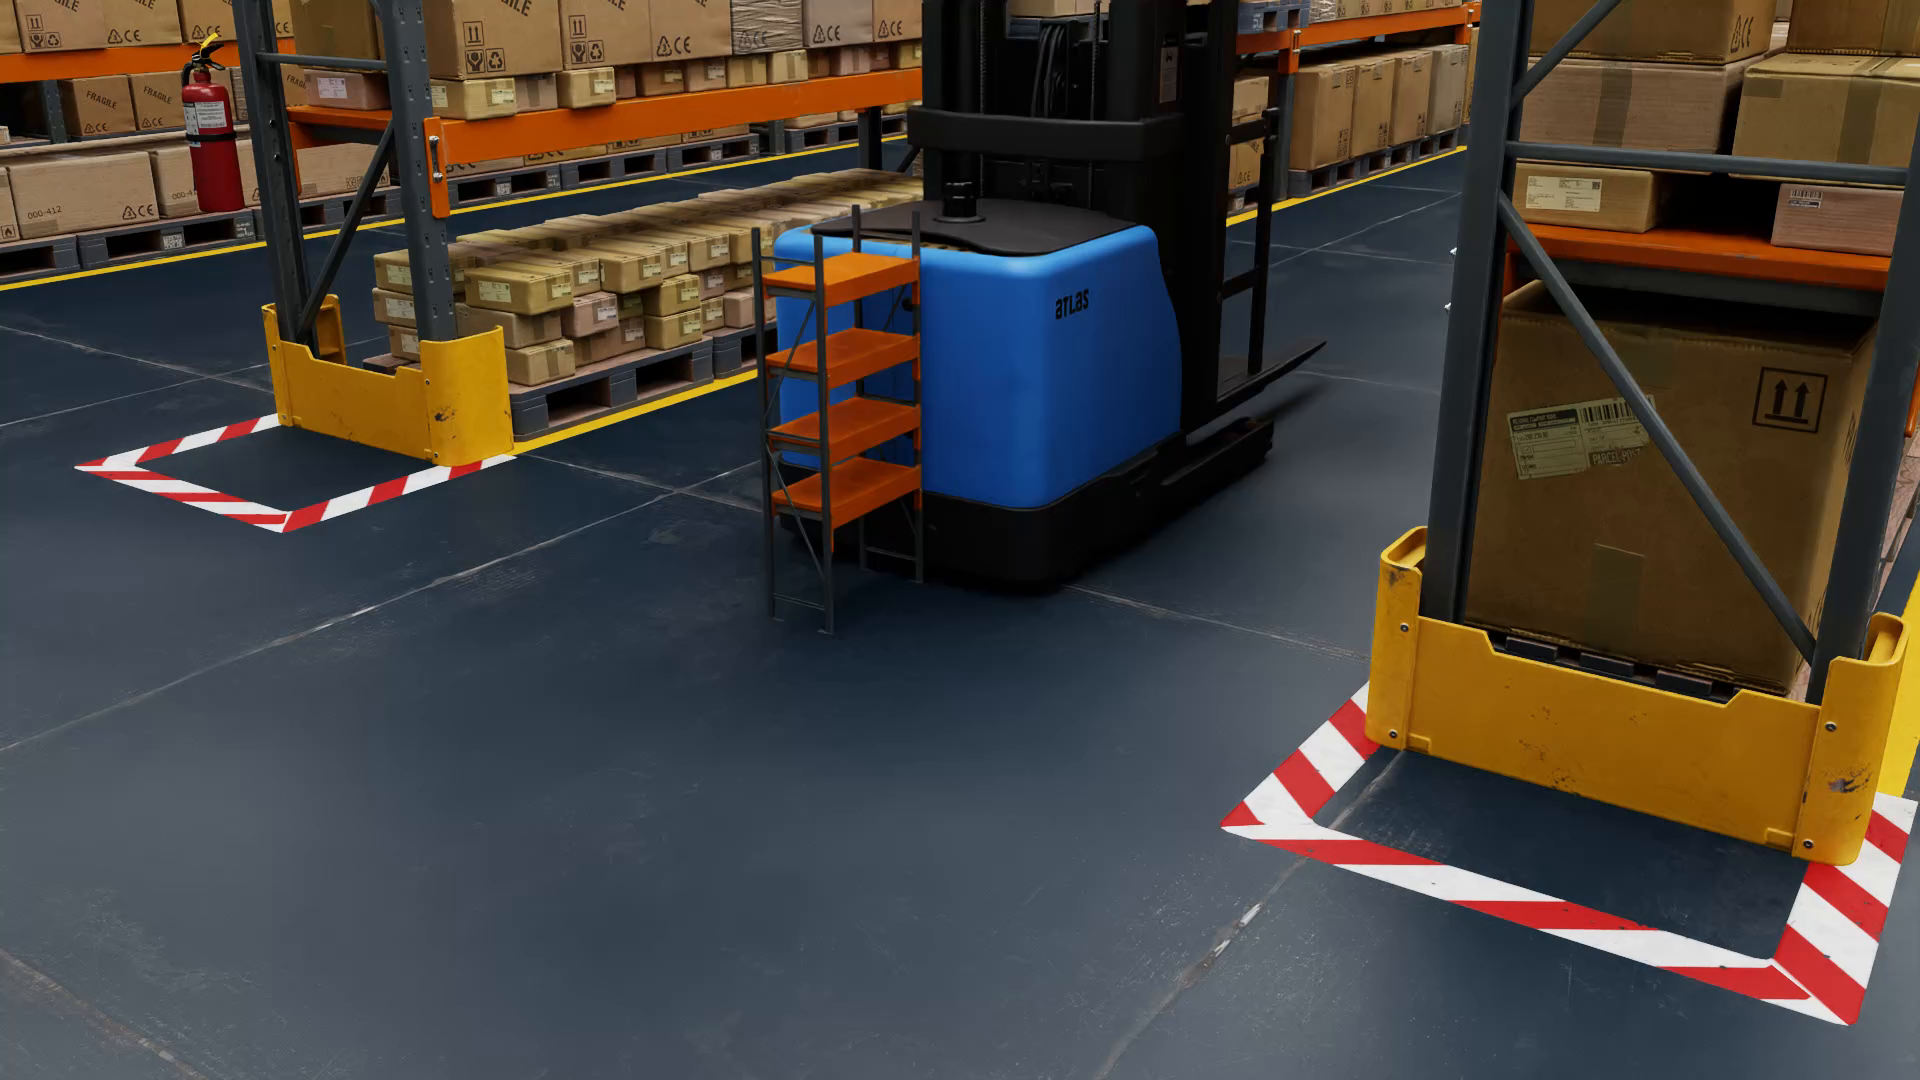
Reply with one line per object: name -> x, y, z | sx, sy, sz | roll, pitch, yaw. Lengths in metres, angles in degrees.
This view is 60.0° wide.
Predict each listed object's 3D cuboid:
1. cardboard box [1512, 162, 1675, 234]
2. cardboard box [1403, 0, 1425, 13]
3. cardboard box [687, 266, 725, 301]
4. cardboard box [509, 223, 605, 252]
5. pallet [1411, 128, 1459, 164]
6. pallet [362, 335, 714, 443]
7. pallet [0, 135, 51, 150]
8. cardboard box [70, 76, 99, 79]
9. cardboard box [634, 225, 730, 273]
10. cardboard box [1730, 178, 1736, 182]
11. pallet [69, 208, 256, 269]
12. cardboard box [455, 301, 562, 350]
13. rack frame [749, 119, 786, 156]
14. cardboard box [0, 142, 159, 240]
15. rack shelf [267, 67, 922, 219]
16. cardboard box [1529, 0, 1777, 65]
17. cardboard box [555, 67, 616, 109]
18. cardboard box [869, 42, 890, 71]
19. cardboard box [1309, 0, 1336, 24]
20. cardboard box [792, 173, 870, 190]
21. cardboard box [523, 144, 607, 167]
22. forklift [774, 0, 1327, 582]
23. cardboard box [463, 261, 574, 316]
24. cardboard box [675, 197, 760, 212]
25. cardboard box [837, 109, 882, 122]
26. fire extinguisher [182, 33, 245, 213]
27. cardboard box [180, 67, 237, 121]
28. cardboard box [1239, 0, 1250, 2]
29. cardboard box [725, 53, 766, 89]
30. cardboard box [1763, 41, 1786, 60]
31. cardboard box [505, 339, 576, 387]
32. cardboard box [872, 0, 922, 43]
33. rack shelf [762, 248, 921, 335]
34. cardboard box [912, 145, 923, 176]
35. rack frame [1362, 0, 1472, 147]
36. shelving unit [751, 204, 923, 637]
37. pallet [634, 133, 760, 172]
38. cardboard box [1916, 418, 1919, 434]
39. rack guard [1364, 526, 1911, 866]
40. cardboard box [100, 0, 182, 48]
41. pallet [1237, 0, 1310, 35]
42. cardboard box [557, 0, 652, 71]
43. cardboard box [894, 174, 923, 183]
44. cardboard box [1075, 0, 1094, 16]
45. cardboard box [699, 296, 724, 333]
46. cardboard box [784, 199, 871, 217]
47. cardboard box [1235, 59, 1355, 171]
cardboard box -> 1.561, -0.877, 4.176 | 0.380, 0.149, 0.250 | 14, 24, 33
cardboard box -> 3.694, -4.823, 14.337 | 0.500, 0.500, 0.500 | 14, 24, 32
cardboard box -> -1.335, -1.227, 7.834 | 0.380, 0.149, 0.250 | 12, 23, 29
cardboard box -> -1.897, -1.387, 7.838 | 0.380, 0.149, 0.250 | 12, 24, 30
pallet -> 3.962, -3.724, 15.529 | 1.003, 0.211, 1.213 | 13, 24, 32
pallet -> -1.883, -0.765, 7.530 | 1.003, 0.211, 1.213 | 13, 24, 32
pallet -> -8.808, -3.371, 14.575 | 1.003, 0.211, 1.213 | 13, 24, 32
cardboard box -> -7.999, -4.256, 15.010 | 0.380, 0.149, 0.250 | 15, 25, 34
cardboard box -> -1.299, -1.363, 7.773 | 0.380, 0.149, 0.250 | 14, 25, 34
cardboard box -> 2.134, -1.171, 4.969 | 0.380, 0.149, 0.250 | 13, 24, 31
pallet -> -5.491, -2.047, 10.995 | 1.003, 0.211, 1.213 | 13, 24, 32
cardboard box -> -1.905, -0.925, 7.017 | 0.380, 0.149, 0.250 | 14, 25, 34
rack frame -> -2.065, -5.057, 15.112 | 1.000, 3.000, 0.127 | 13, 24, 32
cardboard box -> -5.767, -2.230, 10.558 | 0.875, 0.438, 0.875 | 14, 25, 33
rack shelf -> -1.288, -2.062, 8.052 | 1.077, 0.370, 4.000 | 13, 24, 32
cardboard box -> 1.690, -1.441, 4.043 | 0.500, 0.500, 0.500 | 14, 24, 32
cardboard box -> -1.654, -1.884, 6.897 | 0.380, 0.149, 0.250 | 12, 24, 30
cardboard box -> -0.586, -2.507, 8.580 | 0.380, 0.149, 0.250 | 13, 24, 30
cardboard box -> 2.561, -4.244, 12.770 | 0.500, 0.500, 0.500 | 14, 24, 32
cardboard box -> -0.732, -1.986, 9.457 | 0.380, 0.149, 0.250 | 15, 25, 34
cardboard box -> -3.530, -3.564, 13.533 | 0.875, 0.875, 0.875 | 14, 25, 33
forklift -> 0.591, -1.702, 6.141 | 1.130, 2.935, 3.031 | 12, 24, 30
cardboard box -> -1.836, -1.048, 6.921 | 0.380, 0.149, 0.250 | 12, 23, 29
cardboard box -> -1.257, -1.673, 8.611 | 0.380, 0.149, 0.250 | 12, 24, 30
cardboard box -> -1.331, -4.395, 16.505 | 0.950, 0.372, 0.625 | 13, 24, 31
fire extinguisher -> -2.935, -1.632, 6.502 | 0.296, 0.674, 0.183 | 13, 24, 32
cardboard box -> -7.388, -4.293, 16.044 | 0.500, 0.500, 0.500 | 12, 24, 30
cardboard box -> 1.760, -3.753, 11.344 | 0.380, 0.149, 0.250 | 13, 24, 31
cardboard box -> -1.124, -2.194, 7.735 | 0.380, 0.149, 0.250 | 14, 25, 34
cardboard box -> 1.972, -1.234, 4.566 | 0.500, 0.250, 0.500 | 13, 24, 31
cardboard box -> -1.853, -0.773, 7.035 | 0.380, 0.149, 0.250 | 14, 24, 33
cardboard box -> -0.494, -2.817, 8.483 | 0.500, 0.500, 0.500 | 13, 24, 30
rack shelf -> -0.354, -0.737, 4.896 | 0.258, 0.148, 0.480 | 12, 24, 30
cardboard box -> 0.044, -2.259, 10.546 | 0.500, 0.500, 0.500 | 13, 24, 31
rack frame -> 4.334, -5.268, 15.684 | 1.000, 3.000, 0.127 | 13, 24, 32
shelving unit -> -0.354, -0.369, 5.033 | 0.258, 1.200, 0.503 | 12, 24, 30
pallet -> -2.571, -3.538, 15.024 | 1.003, 0.211, 1.213 | 13, 24, 32
cardboard box -> 3.445, -1.003, 6.611 | 0.875, 0.875, 0.875 | 13, 24, 32
rack guard -> 1.620, 0.350, 4.097 | 1.175, 0.500, 0.348 | 13, 24, 32
cardboard box -> -5.225, -3.330, 10.300 | 0.500, 0.500, 0.500 | 14, 25, 34
pallet -> 1.773, -3.805, 12.005 | 1.213, 0.211, 1.003 | 13, 24, 32
cardboard box -> -1.651, -2.245, 6.938 | 0.500, 0.500, 0.500 | 13, 24, 32
cardboard box -> -0.148, -1.959, 9.384 | 0.380, 0.149, 0.250 | 14, 25, 33
cardboard box -> 0.590, -3.156, 9.730 | 0.380, 0.149, 0.250 | 14, 24, 33
cardboard box -> -1.340, -1.080, 7.866 | 0.380, 0.149, 0.250 | 13, 24, 32
cardboard box -> -0.679, -1.650, 8.549 | 0.380, 0.149, 0.250 | 12, 23, 29
cardboard box -> 2.502, -3.420, 13.323 | 1.050, 0.750, 0.750 | 13, 24, 31
